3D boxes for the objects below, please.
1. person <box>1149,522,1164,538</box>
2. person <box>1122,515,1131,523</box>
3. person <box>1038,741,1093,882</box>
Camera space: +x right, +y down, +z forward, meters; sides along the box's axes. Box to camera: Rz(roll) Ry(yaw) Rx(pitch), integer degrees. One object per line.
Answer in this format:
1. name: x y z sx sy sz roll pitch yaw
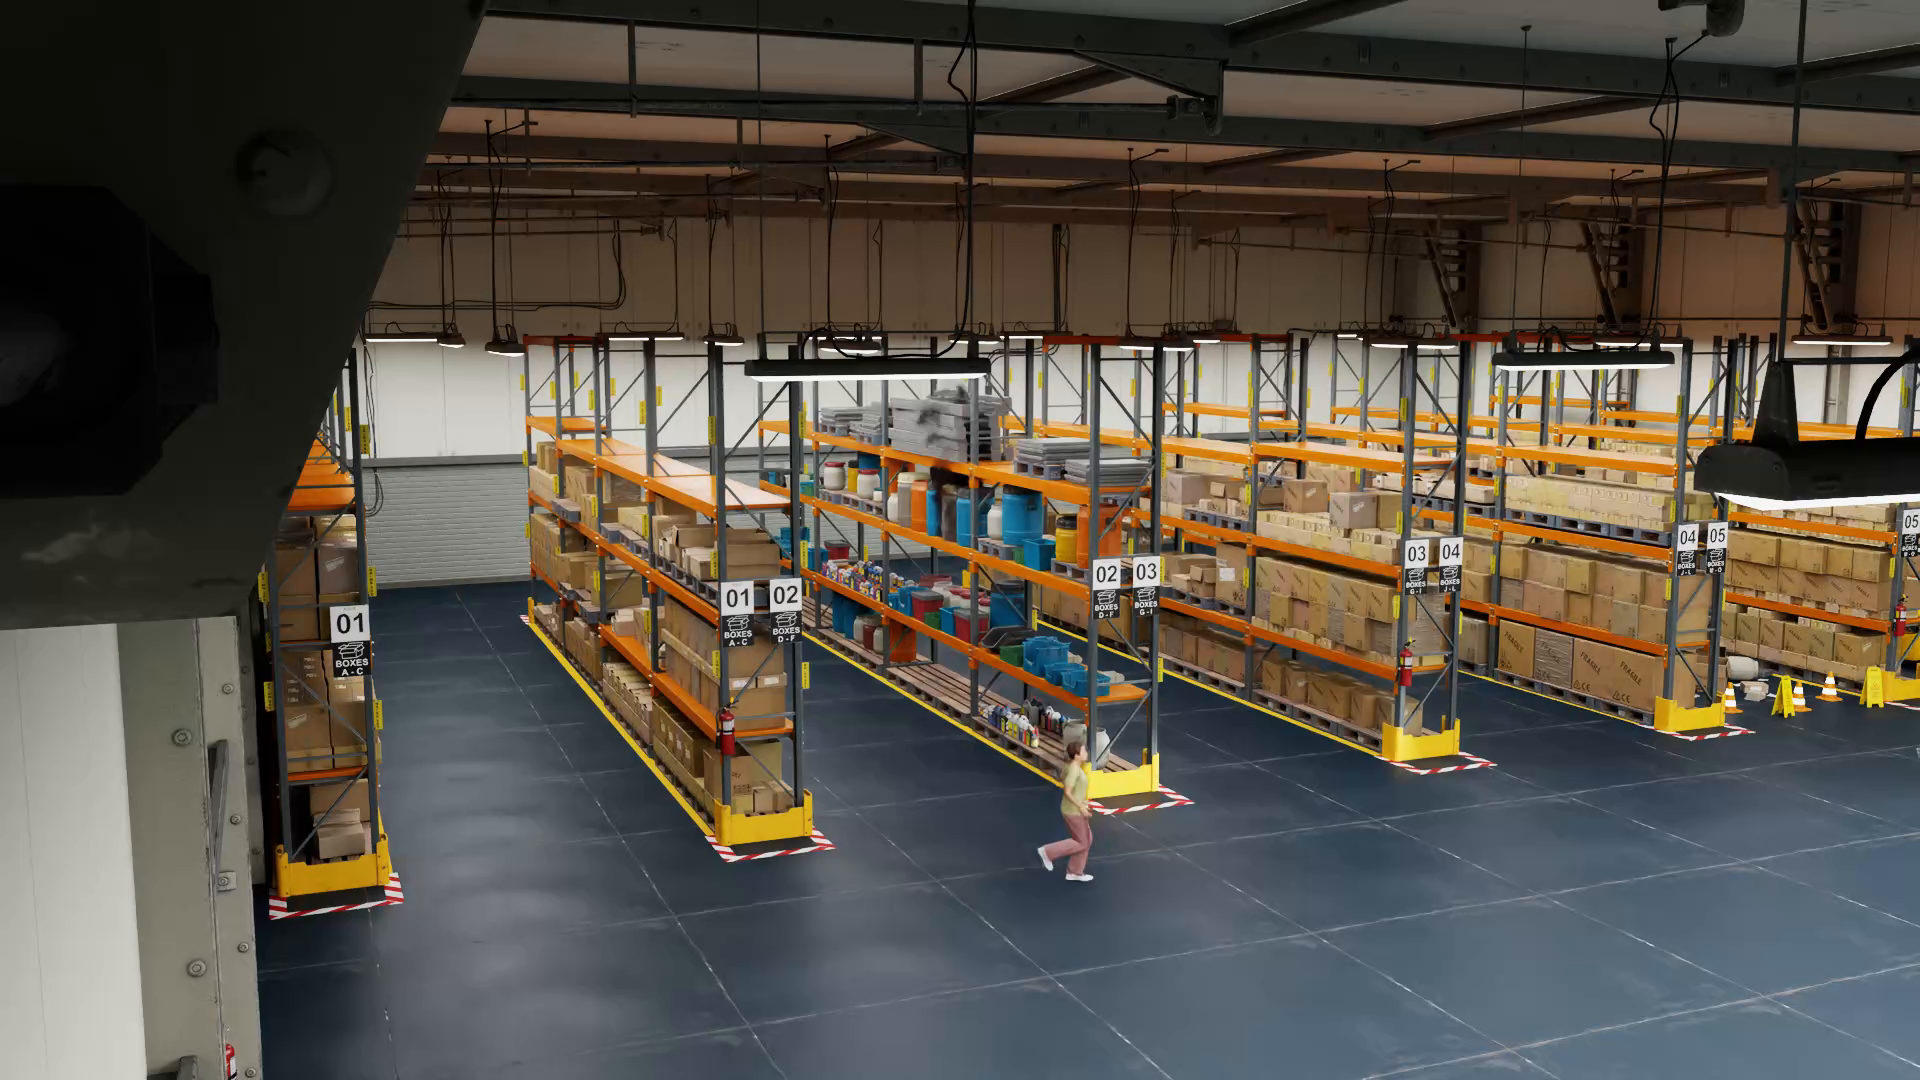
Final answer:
1. person: 4.796 -0.086 41.799 0.741 1.729 0.954 -1 8 -4
2. person: 3.854 0.049 40.555 0.719 1.793 0.866 6 10 37
3. person: 1.193 3.057 18.745 0.623 1.617 0.572 0 8 2
